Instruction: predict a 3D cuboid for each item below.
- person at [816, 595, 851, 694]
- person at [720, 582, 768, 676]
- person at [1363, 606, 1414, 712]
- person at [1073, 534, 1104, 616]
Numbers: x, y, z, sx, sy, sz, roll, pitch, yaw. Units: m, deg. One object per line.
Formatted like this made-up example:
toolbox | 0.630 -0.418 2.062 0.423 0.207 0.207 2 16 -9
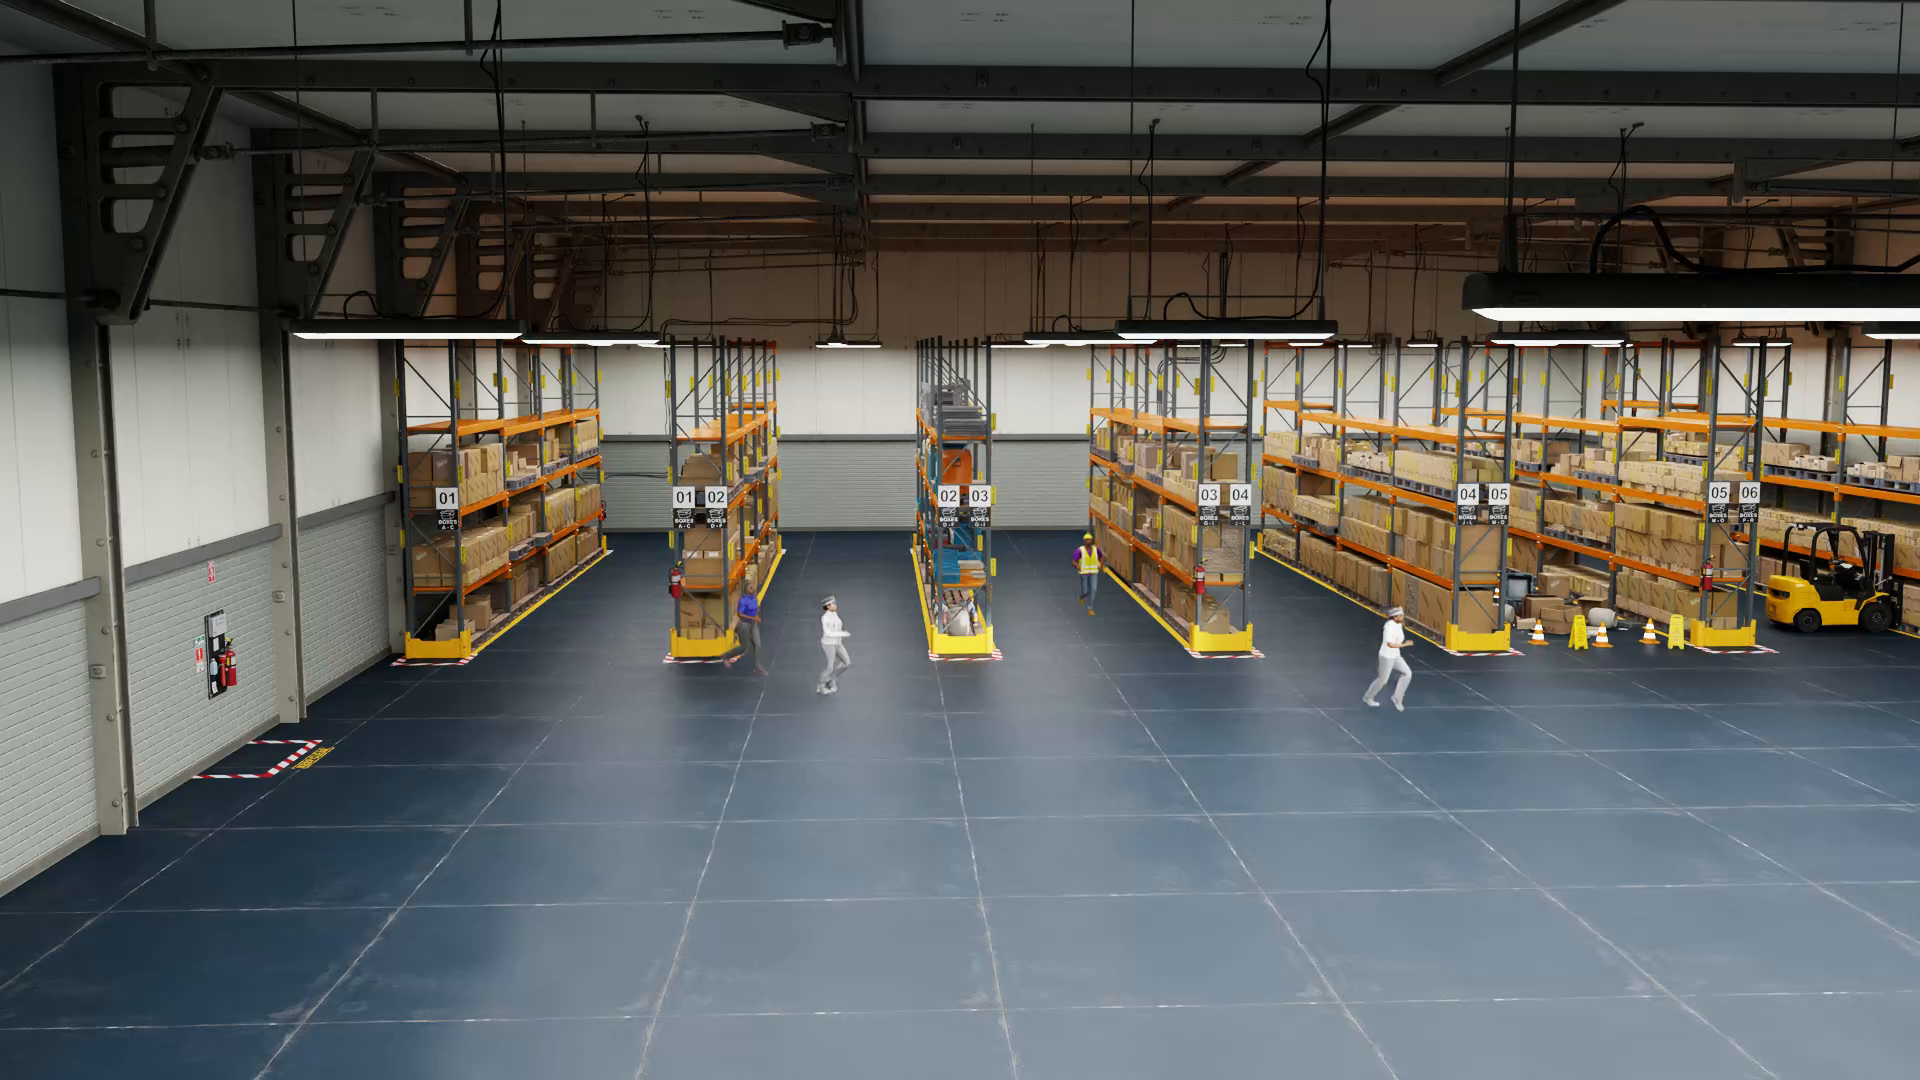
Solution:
person | -2.100 1.739 27.695 0.632 1.661 0.587 2 7 21
person | -3.804 1.613 29.553 0.900 1.564 0.588 3 7 26
person | 6.844 1.887 26.519 0.822 1.711 0.600 4 8 32
person | 2.807 0.734 36.152 0.712 1.744 0.847 -1 7 -7
